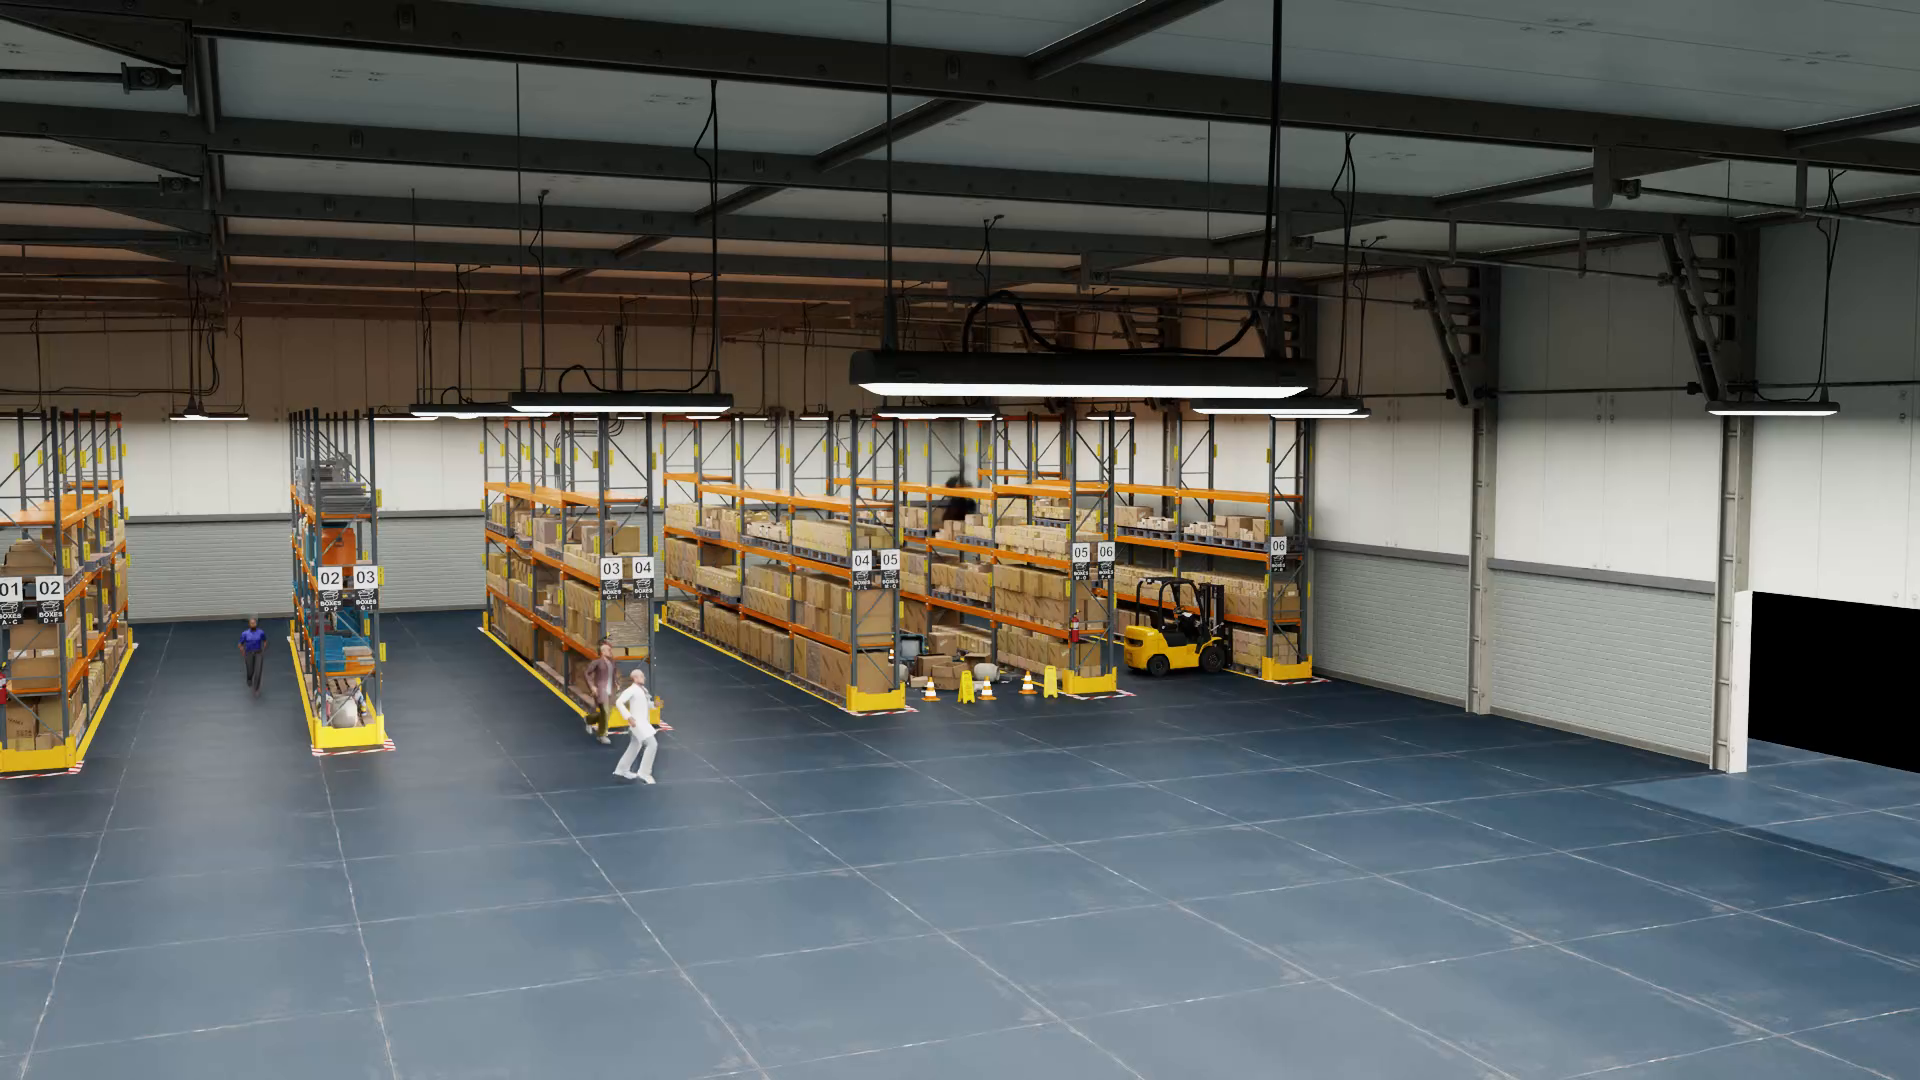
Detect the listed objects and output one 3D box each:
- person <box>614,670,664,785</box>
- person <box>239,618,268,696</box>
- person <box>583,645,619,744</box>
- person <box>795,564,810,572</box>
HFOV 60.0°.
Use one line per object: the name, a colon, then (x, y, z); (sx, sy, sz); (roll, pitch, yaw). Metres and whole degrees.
person: (-5.119, 2.985, 26.492); (0.828, 1.846, 0.669); (0, 4, -1)
person: (-14.946, 2.461, 35.203); (0.582, 1.626, 0.672); (-2, 5, -28)
person: (-6.480, 2.768, 30.110); (0.795, 1.739, 0.763); (3, 5, 33)
person: (-4.932, 1.284, 50.923); (0.711, 1.785, 0.724); (-1, 4, -16)
